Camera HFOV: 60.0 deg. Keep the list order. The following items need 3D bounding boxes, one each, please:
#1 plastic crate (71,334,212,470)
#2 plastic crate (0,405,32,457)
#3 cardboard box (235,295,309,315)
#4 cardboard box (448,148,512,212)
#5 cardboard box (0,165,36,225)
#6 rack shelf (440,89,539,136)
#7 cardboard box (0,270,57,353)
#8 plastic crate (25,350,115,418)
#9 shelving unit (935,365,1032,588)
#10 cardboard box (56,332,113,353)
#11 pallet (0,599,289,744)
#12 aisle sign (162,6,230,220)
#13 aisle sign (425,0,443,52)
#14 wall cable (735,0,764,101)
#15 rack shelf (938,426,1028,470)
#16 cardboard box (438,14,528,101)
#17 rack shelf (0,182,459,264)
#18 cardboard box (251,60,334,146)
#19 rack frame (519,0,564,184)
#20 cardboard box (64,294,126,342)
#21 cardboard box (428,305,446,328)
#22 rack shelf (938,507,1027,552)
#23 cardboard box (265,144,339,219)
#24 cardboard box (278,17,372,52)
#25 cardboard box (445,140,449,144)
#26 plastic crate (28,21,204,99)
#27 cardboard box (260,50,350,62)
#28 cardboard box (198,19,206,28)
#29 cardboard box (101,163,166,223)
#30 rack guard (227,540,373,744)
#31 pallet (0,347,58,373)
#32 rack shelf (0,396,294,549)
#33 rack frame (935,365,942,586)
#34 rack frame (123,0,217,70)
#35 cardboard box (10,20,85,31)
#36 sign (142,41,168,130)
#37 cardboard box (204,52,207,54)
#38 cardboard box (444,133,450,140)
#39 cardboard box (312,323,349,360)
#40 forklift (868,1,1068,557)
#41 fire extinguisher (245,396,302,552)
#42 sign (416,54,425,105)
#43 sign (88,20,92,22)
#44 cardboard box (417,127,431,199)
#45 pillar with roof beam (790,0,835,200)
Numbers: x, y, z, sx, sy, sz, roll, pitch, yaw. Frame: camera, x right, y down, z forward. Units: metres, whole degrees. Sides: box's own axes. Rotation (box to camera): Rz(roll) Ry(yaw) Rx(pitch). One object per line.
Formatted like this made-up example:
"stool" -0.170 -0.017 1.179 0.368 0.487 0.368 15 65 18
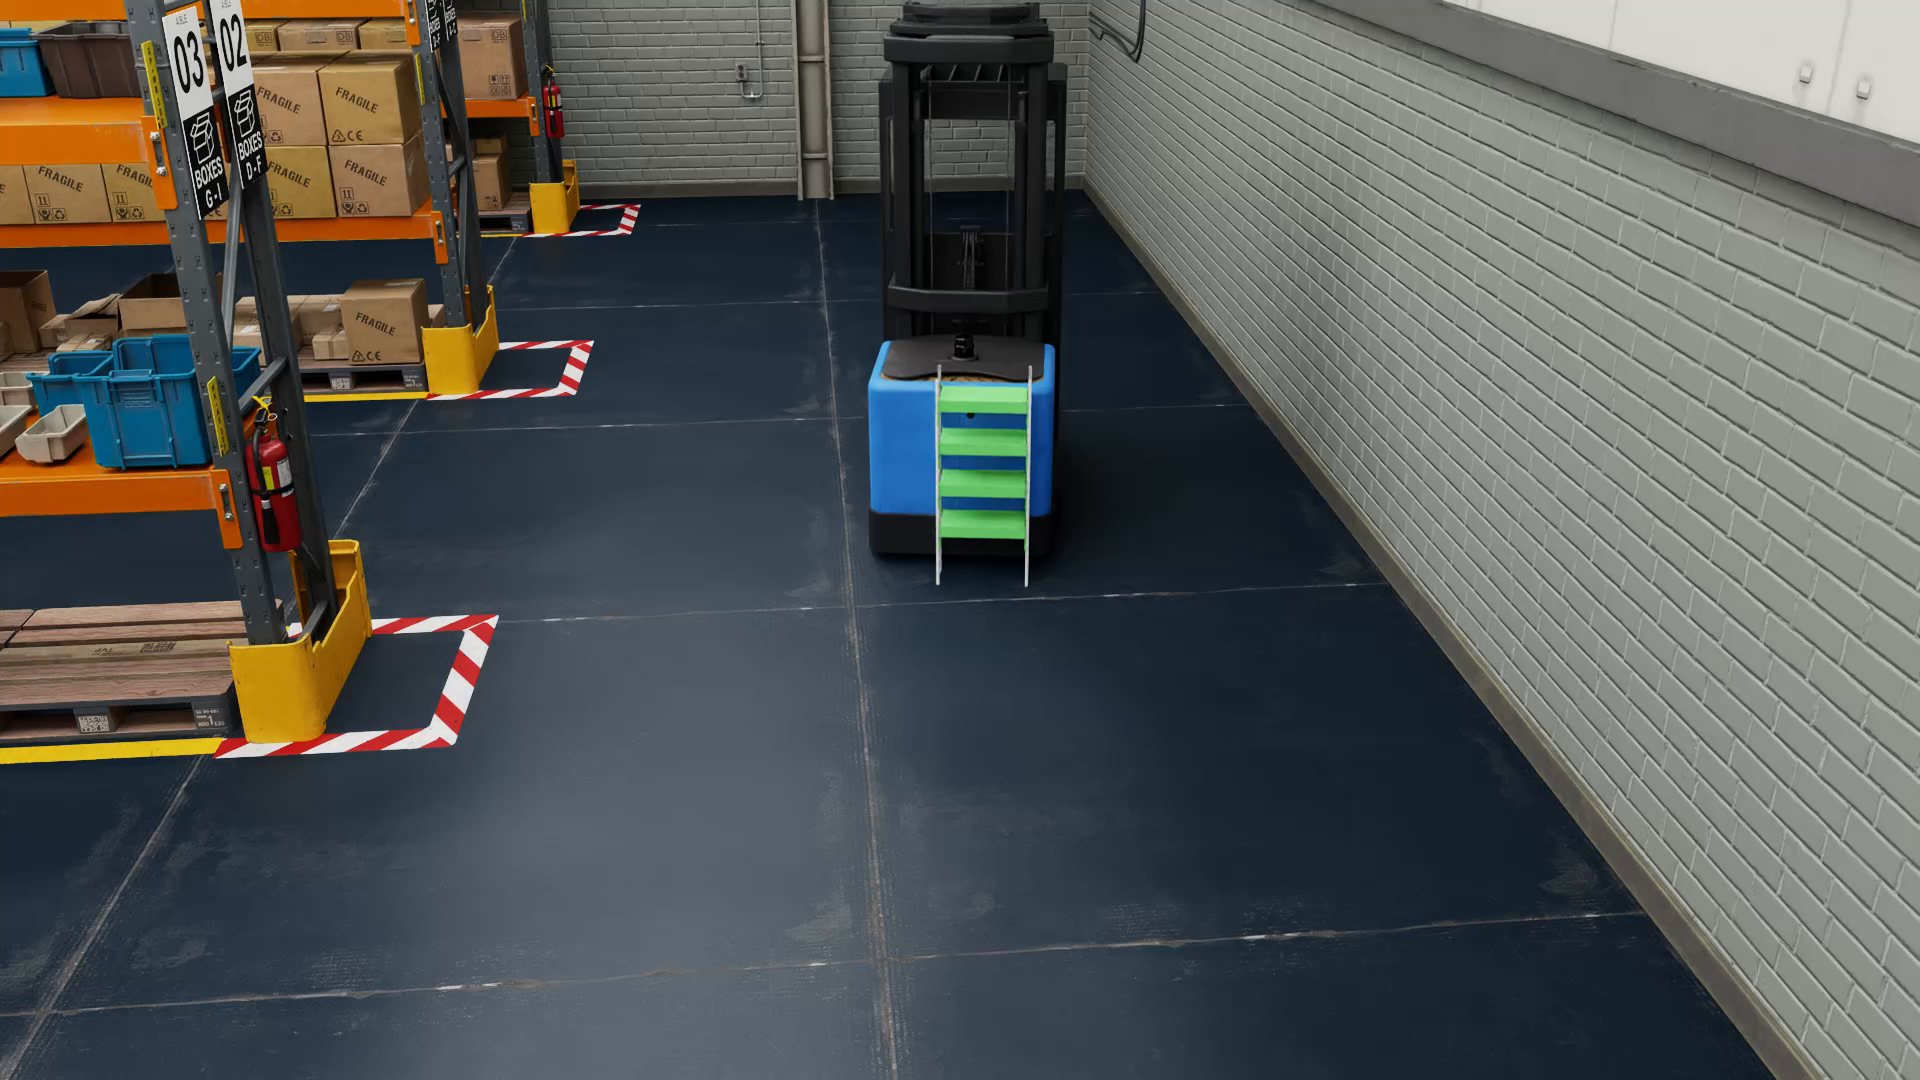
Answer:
"plastic crate" -3.520 -0.623 7.340 0.499 0.435 0.616 -2 24 -5
"plastic crate" -4.288 -0.463 7.350 0.243 0.136 0.396 -2 24 -5
"cardboard box" -5.252 -1.668 12.653 0.500 0.250 0.500 -2 24 -5
"cardboard box" -4.865 -3.654 16.838 0.500 0.500 0.700 -2 24 -5
"cardboard box" -6.625 -2.488 11.532 0.500 0.500 0.500 -2 24 -4
"rack shelf" -6.169 -4.264 16.535 4.000 0.370 1.077 -2 24 -5
"cardboard box" -7.130 -1.707 12.433 0.500 0.500 0.500 -2 24 -5
"plastic crate" -4.138 -0.716 7.800 0.300 0.233 0.416 -2 24 -5
"shelving unit" 0.127 -0.337 9.031 0.503 1.200 0.258 1 24 3
"cardboard box" -6.370 -1.385 12.119 0.250 0.166 0.380 -2 24 -5
"pallet" -4.029 0.624 8.087 1.213 0.211 1.003 -2 24 -5
"aisle sign" -3.104 -1.740 6.772 0.004 0.787 0.394 -2 24 -5
"aisle sign" -3.590 -3.737 11.264 0.004 0.787 0.394 -2 24 -5
"wall cable" -2.997 -5.570 17.338 1.851 1.984 0.084 -2 24 -5
"rack shelf" 0.127 -0.498 8.959 0.480 0.148 0.258 1 24 3
"cardboard box" -4.685 -4.785 16.453 0.700 0.700 0.980 -1 24 -3
"rack shelf" -5.678 -2.262 12.031 4.000 0.370 1.077 -2 24 -5
"cardboard box" -4.607 -3.023 11.505 0.500 0.500 0.500 -2 24 -4
"rack frame" -4.179 -4.672 16.569 0.127 3.000 1.000 -2 24 -5
"cardboard box" -6.383 -1.650 12.539 0.500 0.311 0.500 -2 24 -5
"cardboard box" -4.138 -1.691 12.829 0.250 0.149 0.380 -2 24 -5
"rack shelf" 0.127 -0.059 9.154 0.480 0.148 0.258 1 24 3
"cardboard box" -4.623 -2.566 11.707 0.500 0.500 0.500 -2 24 -5
"cardboard box" -6.168 -4.725 16.317 0.700 0.700 0.980 -3 24 -8
"cardboard box" -5.230 -3.861 16.505 0.250 0.149 0.380 -2 24 -4
"plastic crate" -3.615 -2.076 7.196 0.590 0.269 0.497 -2 24 -5
"cardboard box" -4.675 -3.238 11.987 0.500 0.500 0.500 -2 24 -5
"cardboard box" -7.618 -4.665 16.183 0.700 0.700 0.980 -2 24 -4
"cardboard box" -5.621 -2.528 11.622 0.500 0.500 0.500 -3 24 -6
"rack guard" -3.182 0.468 8.081 0.348 0.500 1.175 -2 24 -5
"pallet" -6.985 -1.263 12.332 1.213 0.211 1.003 -2 24 -5
"rack shelf" -5.195 -0.259 7.526 4.000 0.370 1.077 -2 24 -5
"rack frame" -0.117 -0.342 9.042 0.015 1.200 0.240 1 24 3
"rack frame" -3.205 -3.409 6.341 0.127 3.000 1.000 -2 24 -5
"cardboard box" -8.599 -4.924 15.698 0.500 0.250 0.500 -2 24 -4
"sign" -3.135 -1.769 6.473 0.005 0.325 0.100 -2 24 -5
"cardboard box" -5.679 -3.199 11.900 0.500 0.500 0.500 -3 24 -6
"cardboard box" -5.265 -4.015 16.853 0.250 0.149 0.380 -2 24 -5
"cardboard box" -4.617 -1.476 12.323 0.250 0.166 0.380 -2 24 -5
"forklift" 0.089 -1.804 10.200 1.130 2.935 3.031 1 24 3
"fire extinguisher" -3.010 -0.285 7.251 0.183 0.674 0.296 -2 24 -5
"sign" -3.653 -3.119 11.259 0.005 0.325 0.100 -2 24 -5
"sign" -8.096 -4.787 15.498 0.005 0.325 0.100 -2 24 -5
"cardboard box" -4.155 -2.805 12.244 0.500 0.500 0.500 -2 24 -4
"pillar with roof beam" -1.154 -6.131 12.465 0.400 9.000 9.100 -2 24 -5
